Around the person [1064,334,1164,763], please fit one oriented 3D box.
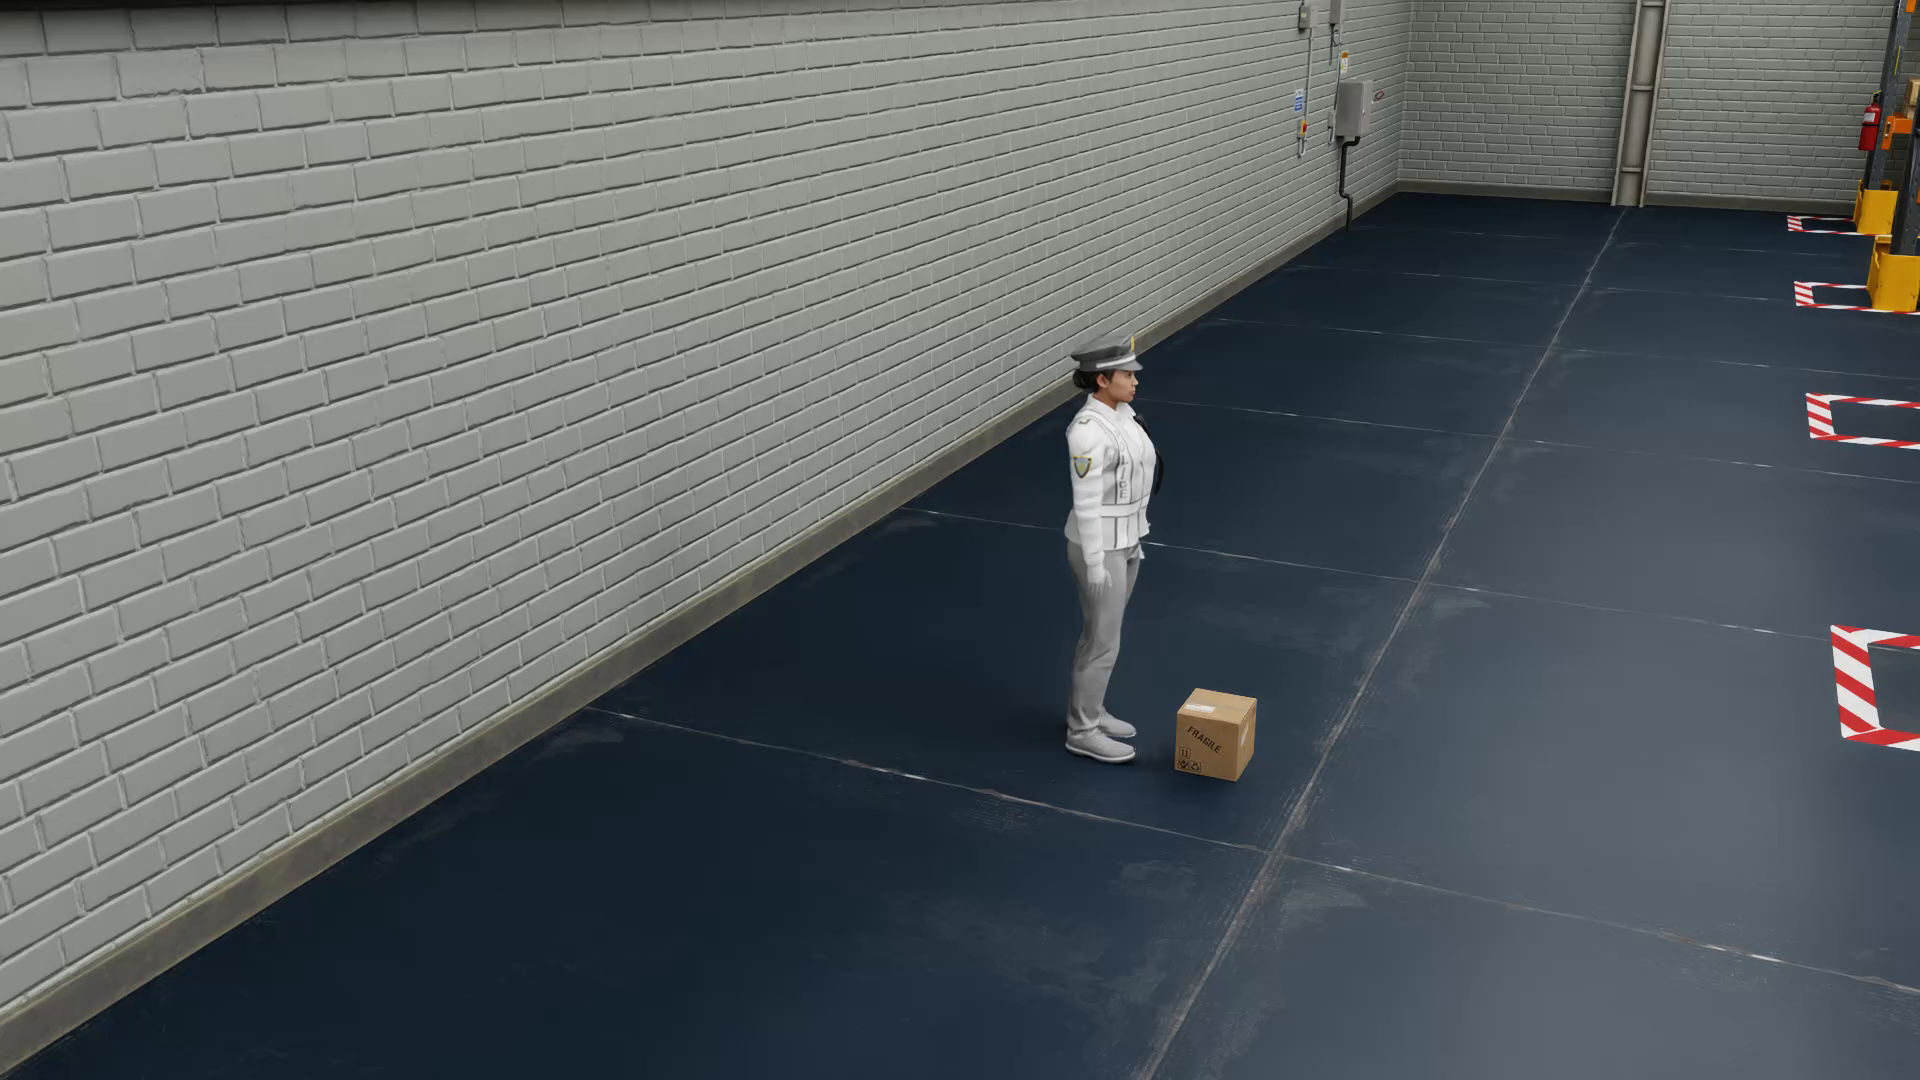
[{"bbox_3d":[0.579,0.031,6.475,0.360,1.698,0.464,9,21,24],"label":"person"}]
